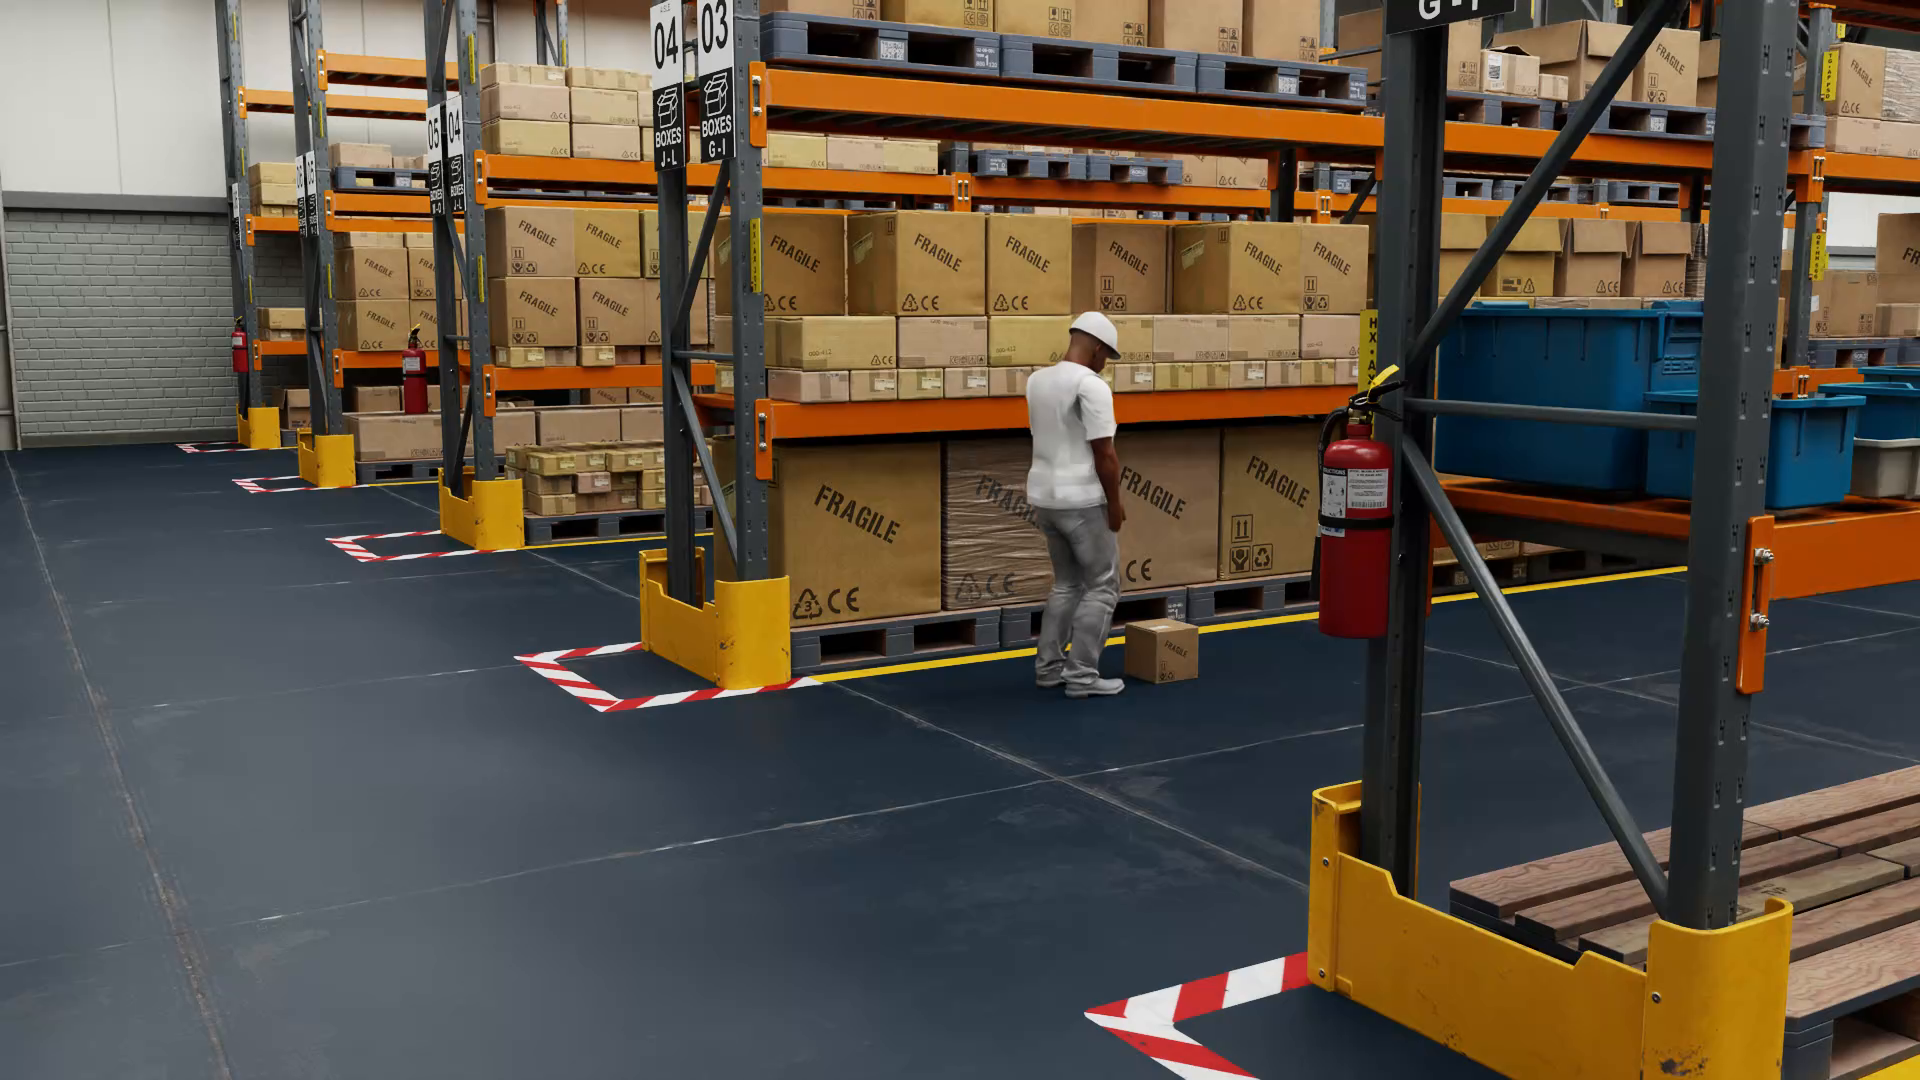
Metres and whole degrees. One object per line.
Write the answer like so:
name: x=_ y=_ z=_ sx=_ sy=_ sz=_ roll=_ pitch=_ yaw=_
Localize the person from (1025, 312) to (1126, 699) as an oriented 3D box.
person: x=0.536 y=-0.170 z=7.584 sx=0.437 sy=1.725 sz=0.588 roll=-5 pitch=9 yaw=-30
